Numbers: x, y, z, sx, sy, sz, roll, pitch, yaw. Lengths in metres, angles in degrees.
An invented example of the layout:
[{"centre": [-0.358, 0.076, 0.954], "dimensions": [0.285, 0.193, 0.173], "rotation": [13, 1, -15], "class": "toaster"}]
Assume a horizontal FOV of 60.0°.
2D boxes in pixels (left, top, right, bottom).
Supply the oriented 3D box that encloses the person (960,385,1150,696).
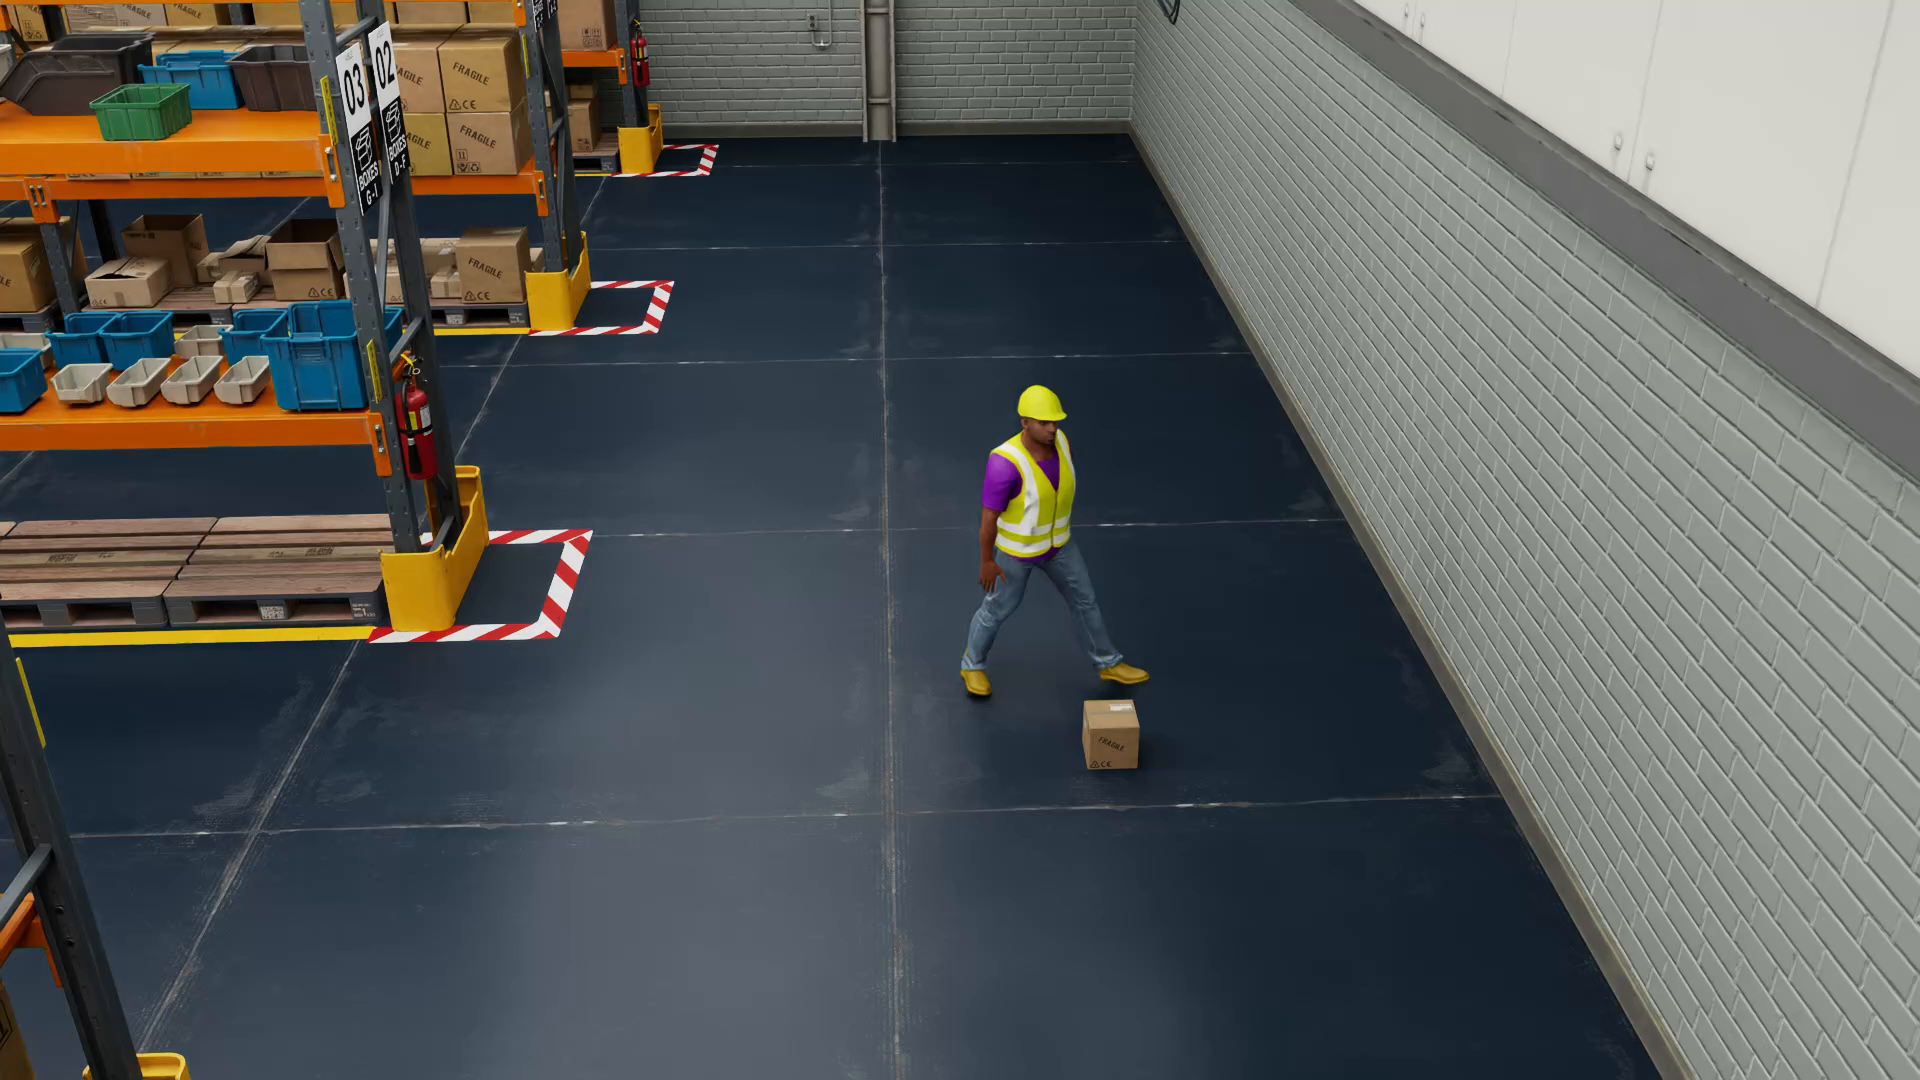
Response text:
[{"centre": [0.470, 0.025, 8.535], "dimensions": [0.764, 1.728, 0.847], "rotation": [-22, 34, -36], "class": "person"}]
